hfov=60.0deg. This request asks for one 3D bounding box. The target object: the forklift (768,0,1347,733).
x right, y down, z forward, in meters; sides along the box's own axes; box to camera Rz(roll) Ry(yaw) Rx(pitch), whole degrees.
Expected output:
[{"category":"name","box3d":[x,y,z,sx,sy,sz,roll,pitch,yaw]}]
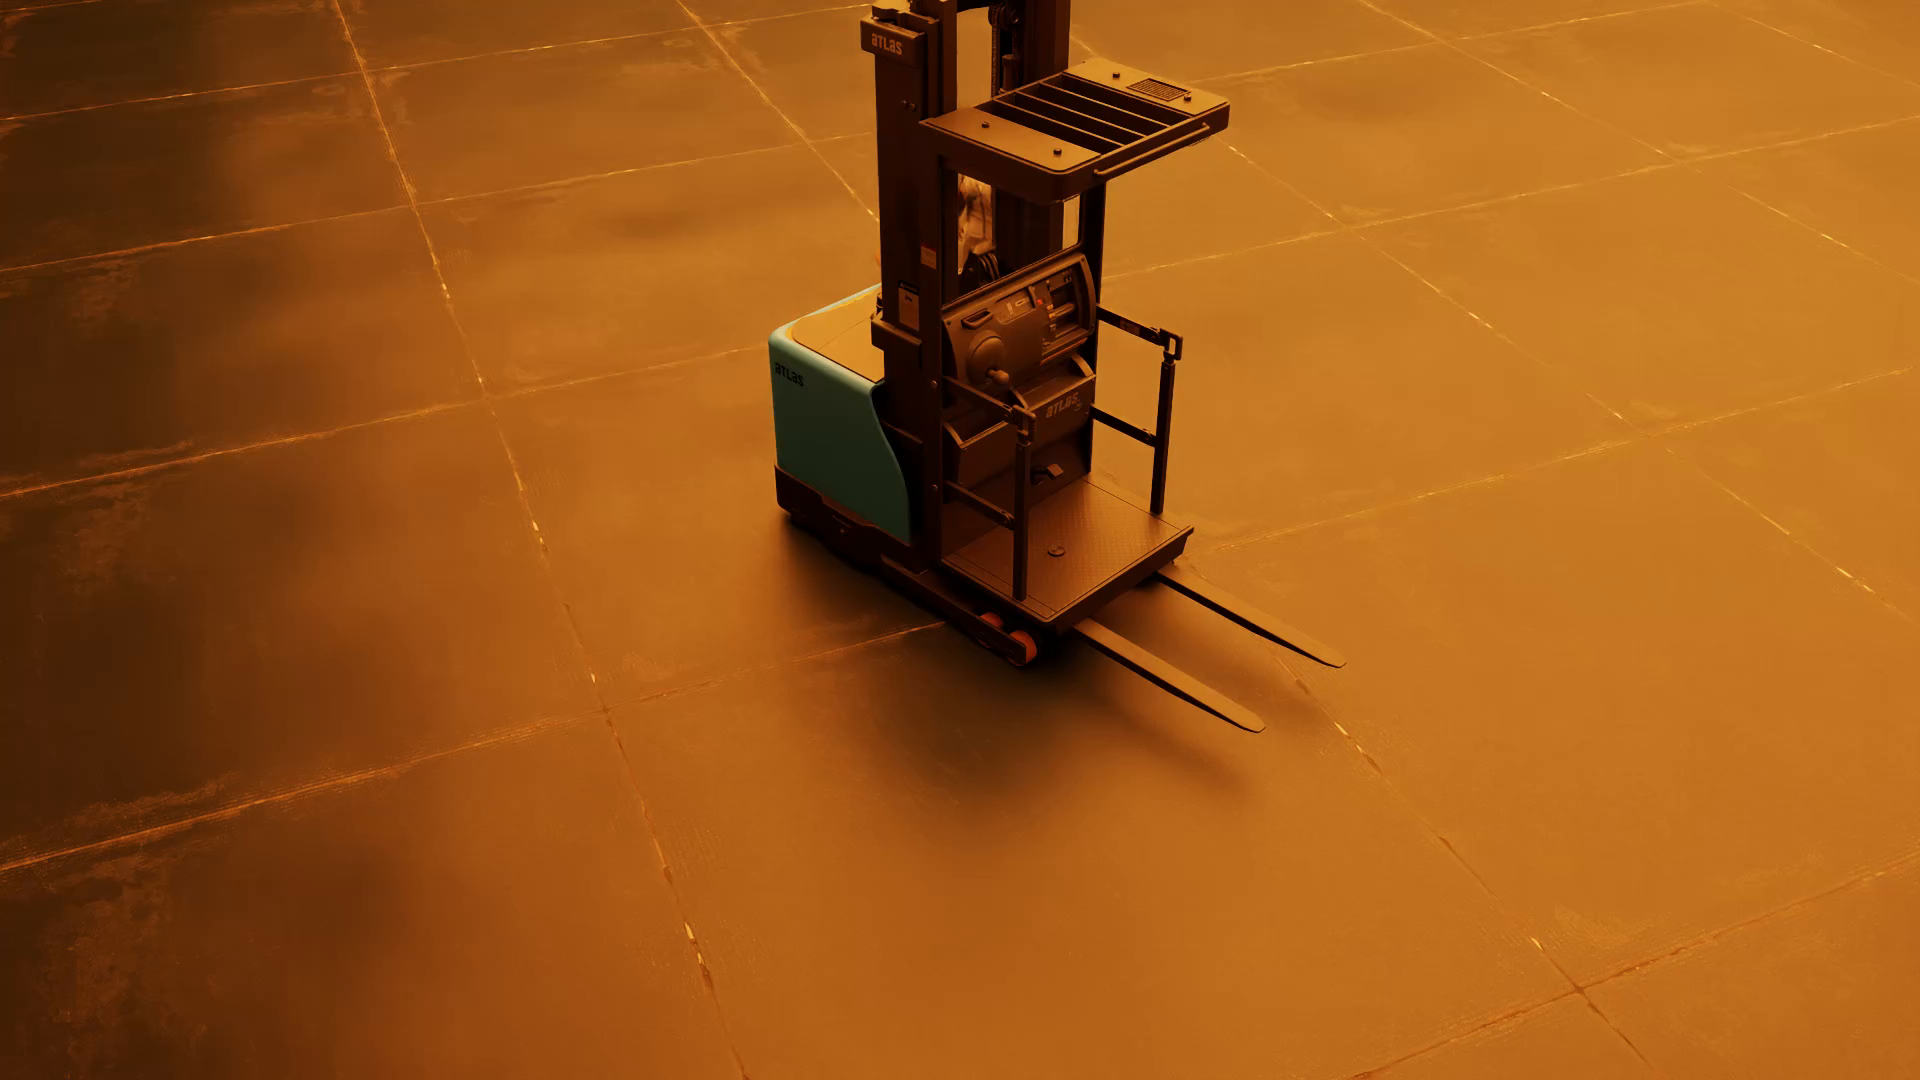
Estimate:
[{"category":"forklift","box3d":[0.432,-0.946,7.429,3.031,2.935,1.130,30,45,35]}]

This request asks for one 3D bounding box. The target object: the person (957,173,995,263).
[{"category":"person","box3d":[0.229,-1.728,9.664,0.788,1.632,0.397,21,41,27]}]
